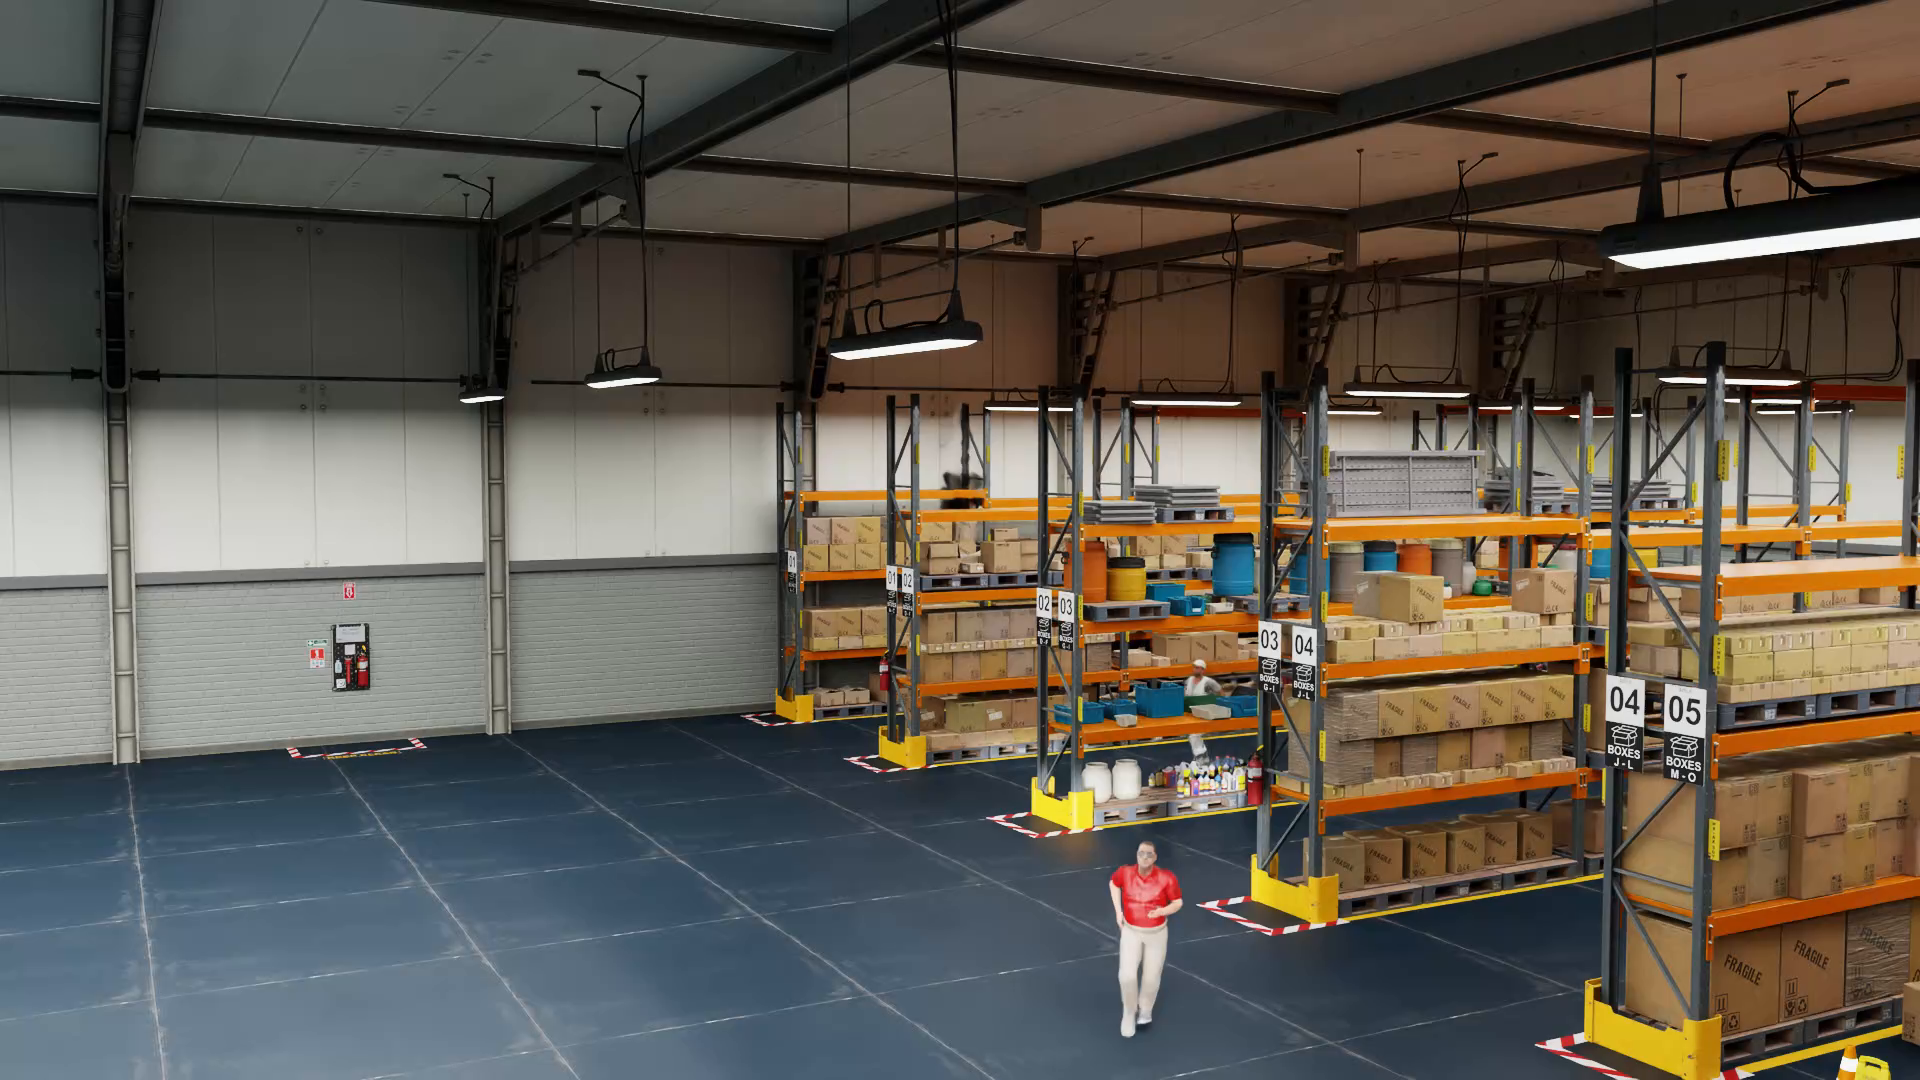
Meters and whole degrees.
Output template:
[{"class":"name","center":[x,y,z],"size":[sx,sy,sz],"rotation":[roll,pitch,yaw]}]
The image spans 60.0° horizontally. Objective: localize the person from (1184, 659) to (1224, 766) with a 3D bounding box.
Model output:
[{"class":"person","center":[3.731,2.790,26.177],"size":[0.705,1.824,0.632],"rotation":[-3,4,-40]}]

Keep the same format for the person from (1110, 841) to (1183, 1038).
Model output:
[{"class":"person","center":[1.625,3.495,14.586],"size":[0.645,1.739,0.755],"rotation":[0,3,8]}]
